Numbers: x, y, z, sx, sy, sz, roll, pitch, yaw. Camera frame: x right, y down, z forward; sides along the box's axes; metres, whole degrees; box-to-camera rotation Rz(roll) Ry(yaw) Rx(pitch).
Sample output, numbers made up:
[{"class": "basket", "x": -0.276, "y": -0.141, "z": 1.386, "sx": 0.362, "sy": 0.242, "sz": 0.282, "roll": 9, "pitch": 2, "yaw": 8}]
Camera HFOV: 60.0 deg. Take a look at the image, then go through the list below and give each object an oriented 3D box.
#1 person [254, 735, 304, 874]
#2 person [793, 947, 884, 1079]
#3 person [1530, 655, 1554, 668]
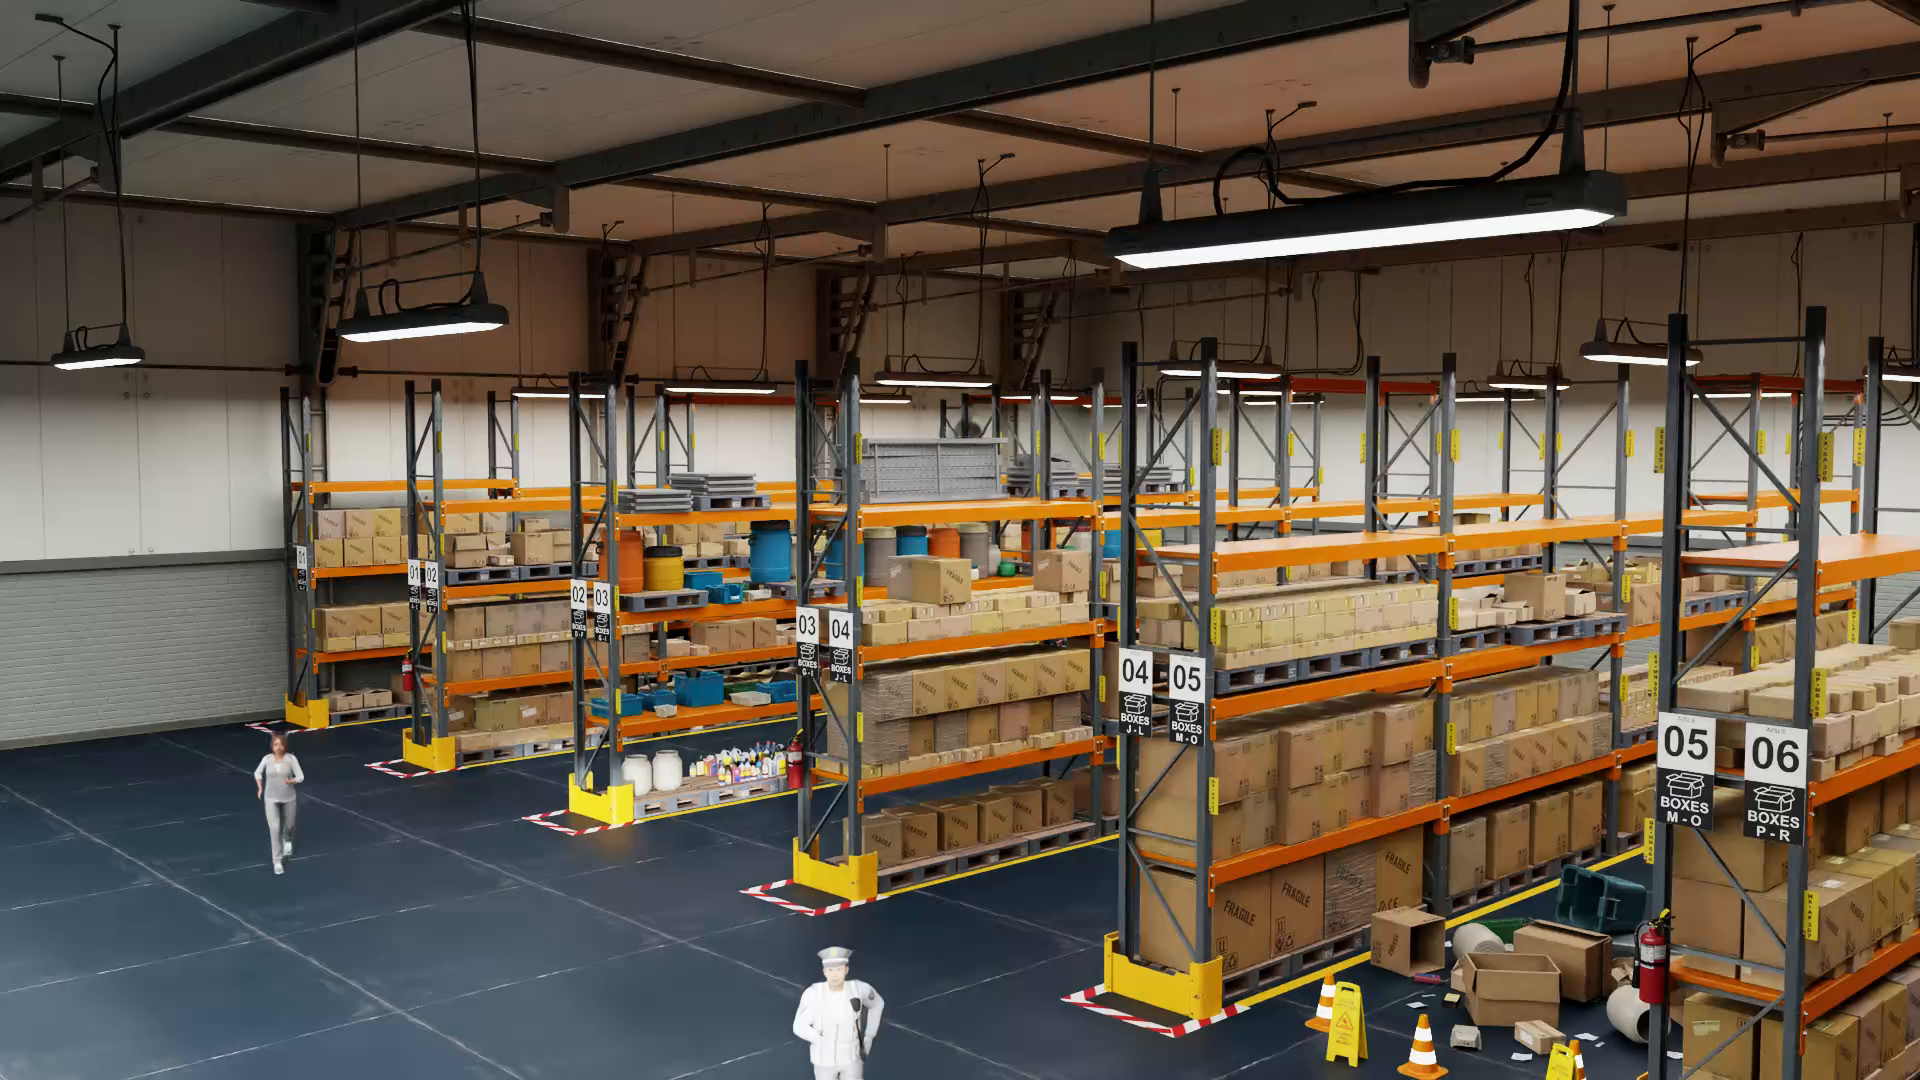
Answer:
[{"class": "person", "x": -8.069, "y": 3.140, "z": 19.730, "sx": 0.541, "sy": 1.482, "sz": 0.886, "roll": -2, "pitch": 4, "yaw": -23}, {"class": "person", "x": -0.837, "y": 3.599, "z": 11.428, "sx": 0.594, "sy": 1.714, "sz": 0.752, "roll": 0, "pitch": 4, "yaw": 4}, {"class": "person", "x": 9.279, "y": 2.599, "z": 26.433, "sx": 0.641, "sy": 1.798, "sz": 0.699, "roll": 3, "pitch": 5, "yaw": 38}]
